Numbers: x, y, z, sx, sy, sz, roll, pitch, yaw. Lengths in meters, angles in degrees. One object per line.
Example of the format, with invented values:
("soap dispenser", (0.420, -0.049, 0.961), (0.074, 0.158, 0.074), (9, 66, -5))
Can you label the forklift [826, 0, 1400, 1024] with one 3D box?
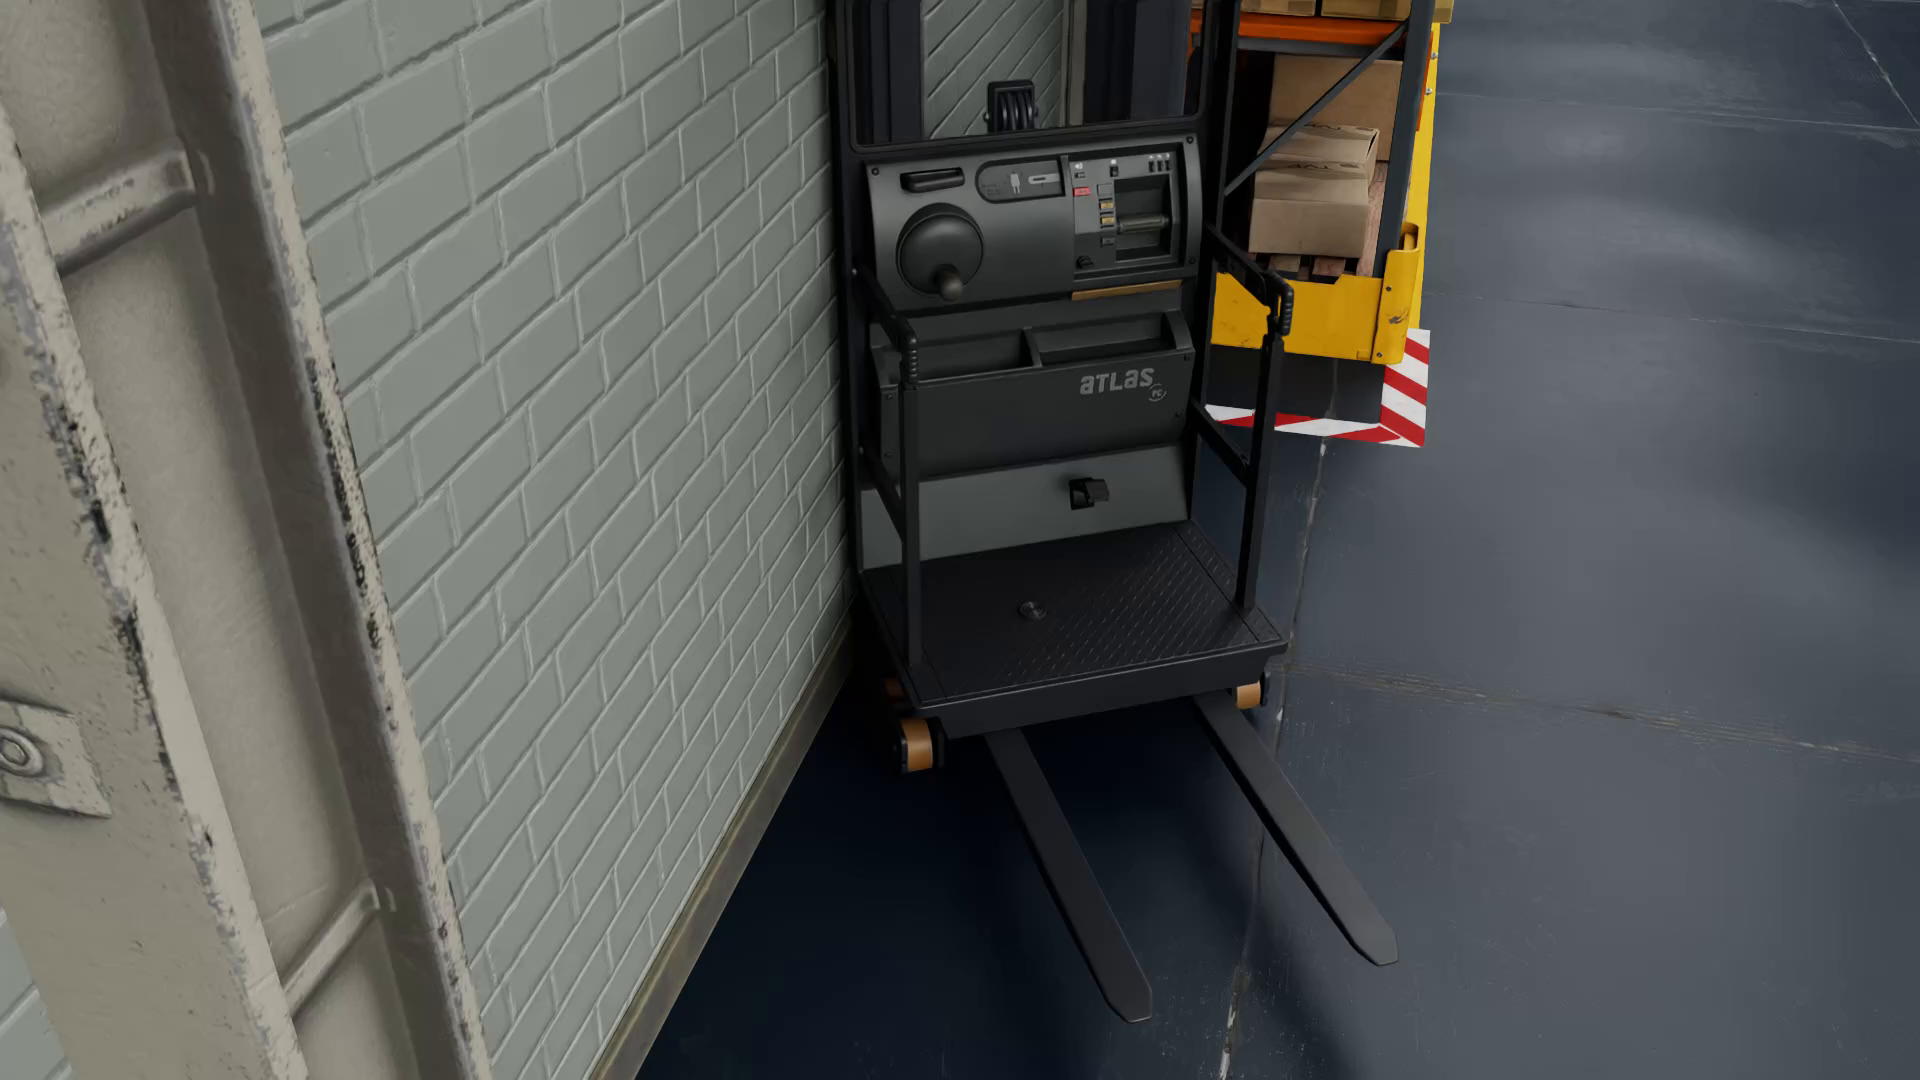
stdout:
("forklift", (0.271, -0.815, 4.300), (1.130, 2.935, 3.031), (-9, 33, -14))

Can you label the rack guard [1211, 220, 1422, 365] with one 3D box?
("rack guard", (1.306, -1.098, 7.011), (1.175, 0.500, 0.348), (8, 33, 12))

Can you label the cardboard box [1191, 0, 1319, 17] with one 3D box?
("cardboard box", (1.218, -2.327, 6.736), (0.500, 0.250, 0.500), (8, 33, 13))

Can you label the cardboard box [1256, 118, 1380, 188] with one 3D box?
("cardboard box", (1.694, -1.807, 7.892), (0.500, 0.311, 0.500), (11, 34, 16))

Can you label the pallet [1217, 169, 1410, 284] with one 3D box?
("pallet", (1.547, -1.393, 7.744), (1.003, 0.211, 1.213), (8, 33, 12))

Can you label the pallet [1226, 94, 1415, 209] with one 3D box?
("pallet", (1.858, -2.024, 8.736), (1.003, 0.211, 1.213), (8, 33, 12))

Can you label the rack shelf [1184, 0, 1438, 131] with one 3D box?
("rack shelf", (1.794, -2.847, 8.104), (1.077, 0.370, 4.000), (8, 33, 12))

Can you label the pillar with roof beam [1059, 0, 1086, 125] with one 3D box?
("pillar with roof beam", (4.792, -4.540, 4.503), (9.100, 9.000, 0.400), (8, 33, 12))

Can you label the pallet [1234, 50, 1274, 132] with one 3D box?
("pallet", (2.166, -2.659, 9.735), (1.003, 0.211, 1.213), (8, 33, 12))

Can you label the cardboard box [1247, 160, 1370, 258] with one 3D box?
("cardboard box", (1.550, -1.511, 7.427), (0.500, 0.311, 0.500), (4, 33, 7))

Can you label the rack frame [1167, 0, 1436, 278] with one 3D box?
("rack frame", (1.287, -2.113, 6.278), (1.000, 3.000, 0.127), (8, 33, 12))

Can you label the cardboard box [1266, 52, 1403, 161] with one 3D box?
("cardboard box", (1.929, -2.260, 8.430), (0.700, 0.500, 0.500), (6, 33, 9))

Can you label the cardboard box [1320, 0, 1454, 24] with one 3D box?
("cardboard box", (1.718, -2.268, 6.643), (0.500, 0.250, 0.500), (7, 33, 11))
